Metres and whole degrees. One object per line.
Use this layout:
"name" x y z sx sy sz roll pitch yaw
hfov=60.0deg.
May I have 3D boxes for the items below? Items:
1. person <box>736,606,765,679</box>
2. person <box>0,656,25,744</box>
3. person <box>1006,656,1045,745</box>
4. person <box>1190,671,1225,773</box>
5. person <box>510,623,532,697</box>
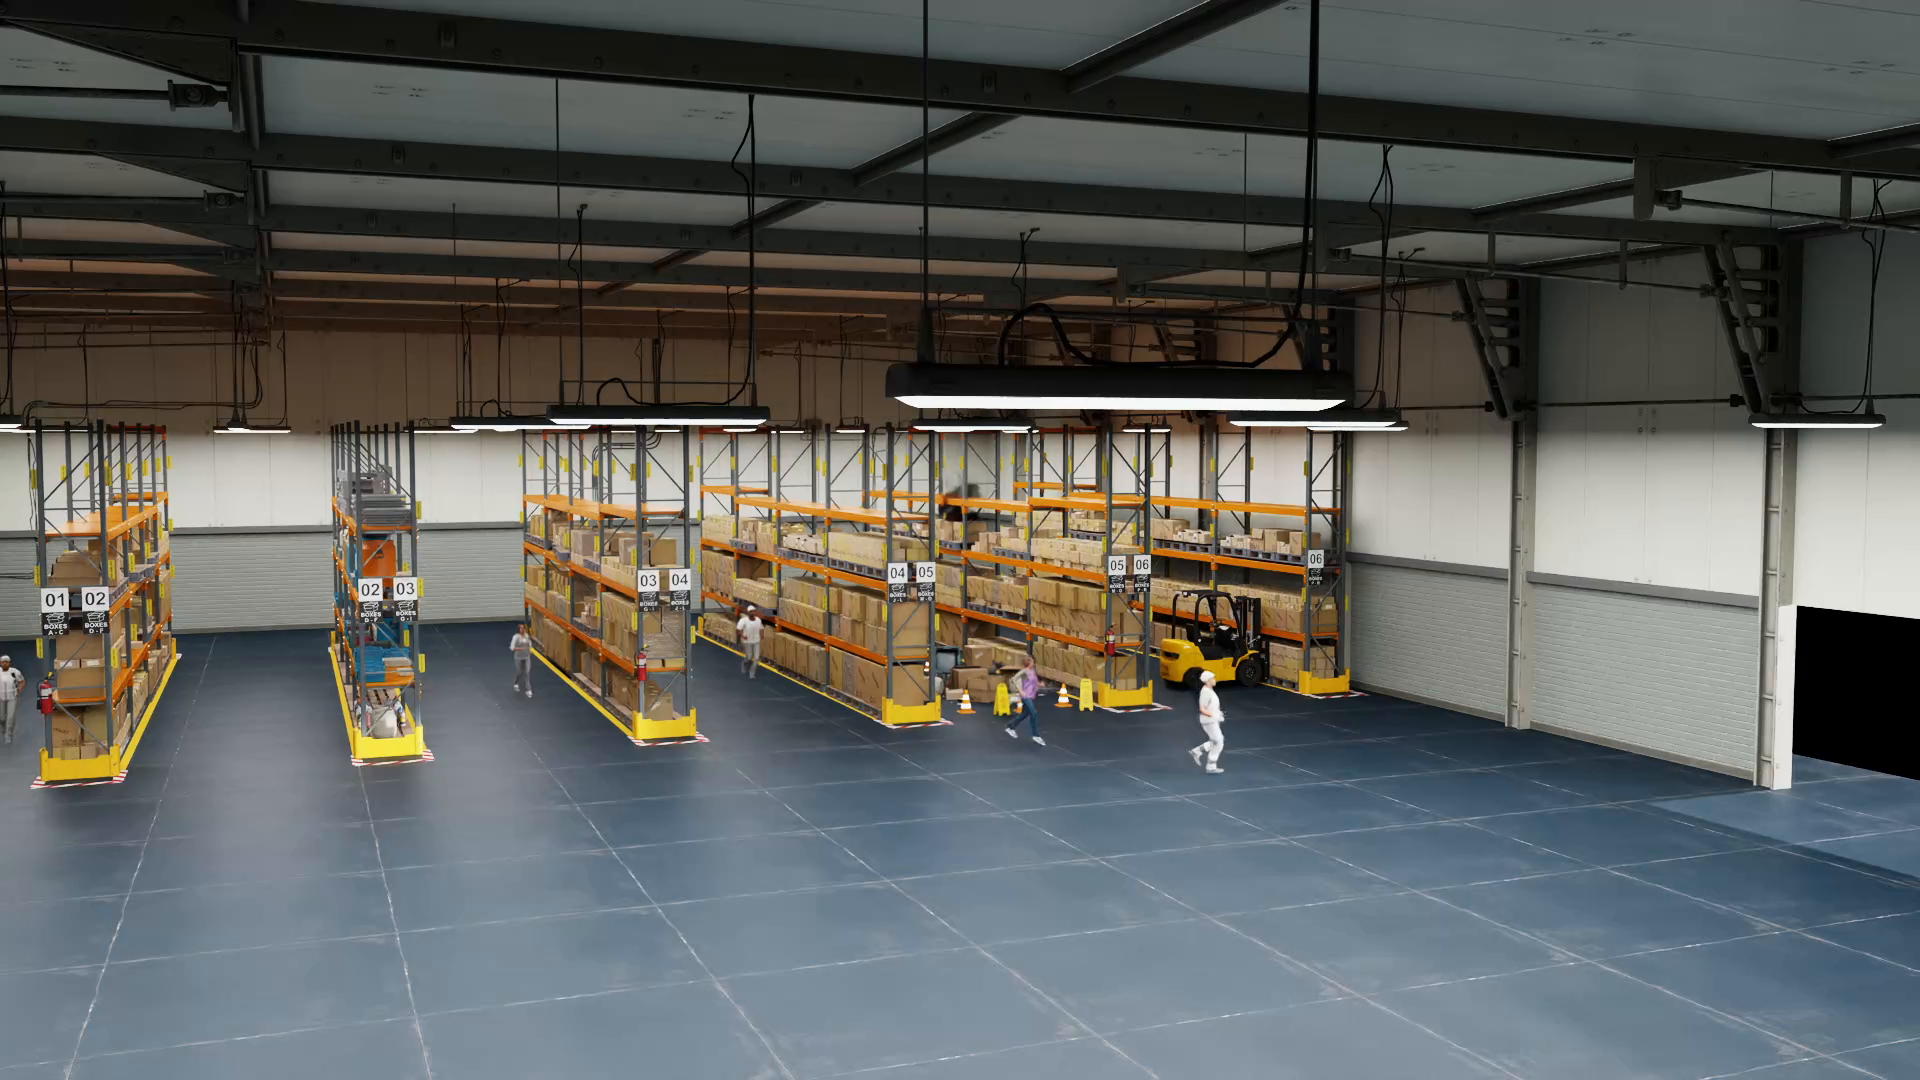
"person" -4.941 2.406 39.290 0.690 1.722 0.606 -2 4 -30
"person" -17.830 2.975 31.117 0.609 1.635 0.663 -2 4 -27
"person" 1.234 2.975 31.028 0.821 1.629 0.533 1 4 23
"person" 4.205 3.089 28.218 0.621 1.736 0.653 1 4 14
"person" -9.621 2.621 36.530 0.537 1.596 0.877 -2 4 -34
